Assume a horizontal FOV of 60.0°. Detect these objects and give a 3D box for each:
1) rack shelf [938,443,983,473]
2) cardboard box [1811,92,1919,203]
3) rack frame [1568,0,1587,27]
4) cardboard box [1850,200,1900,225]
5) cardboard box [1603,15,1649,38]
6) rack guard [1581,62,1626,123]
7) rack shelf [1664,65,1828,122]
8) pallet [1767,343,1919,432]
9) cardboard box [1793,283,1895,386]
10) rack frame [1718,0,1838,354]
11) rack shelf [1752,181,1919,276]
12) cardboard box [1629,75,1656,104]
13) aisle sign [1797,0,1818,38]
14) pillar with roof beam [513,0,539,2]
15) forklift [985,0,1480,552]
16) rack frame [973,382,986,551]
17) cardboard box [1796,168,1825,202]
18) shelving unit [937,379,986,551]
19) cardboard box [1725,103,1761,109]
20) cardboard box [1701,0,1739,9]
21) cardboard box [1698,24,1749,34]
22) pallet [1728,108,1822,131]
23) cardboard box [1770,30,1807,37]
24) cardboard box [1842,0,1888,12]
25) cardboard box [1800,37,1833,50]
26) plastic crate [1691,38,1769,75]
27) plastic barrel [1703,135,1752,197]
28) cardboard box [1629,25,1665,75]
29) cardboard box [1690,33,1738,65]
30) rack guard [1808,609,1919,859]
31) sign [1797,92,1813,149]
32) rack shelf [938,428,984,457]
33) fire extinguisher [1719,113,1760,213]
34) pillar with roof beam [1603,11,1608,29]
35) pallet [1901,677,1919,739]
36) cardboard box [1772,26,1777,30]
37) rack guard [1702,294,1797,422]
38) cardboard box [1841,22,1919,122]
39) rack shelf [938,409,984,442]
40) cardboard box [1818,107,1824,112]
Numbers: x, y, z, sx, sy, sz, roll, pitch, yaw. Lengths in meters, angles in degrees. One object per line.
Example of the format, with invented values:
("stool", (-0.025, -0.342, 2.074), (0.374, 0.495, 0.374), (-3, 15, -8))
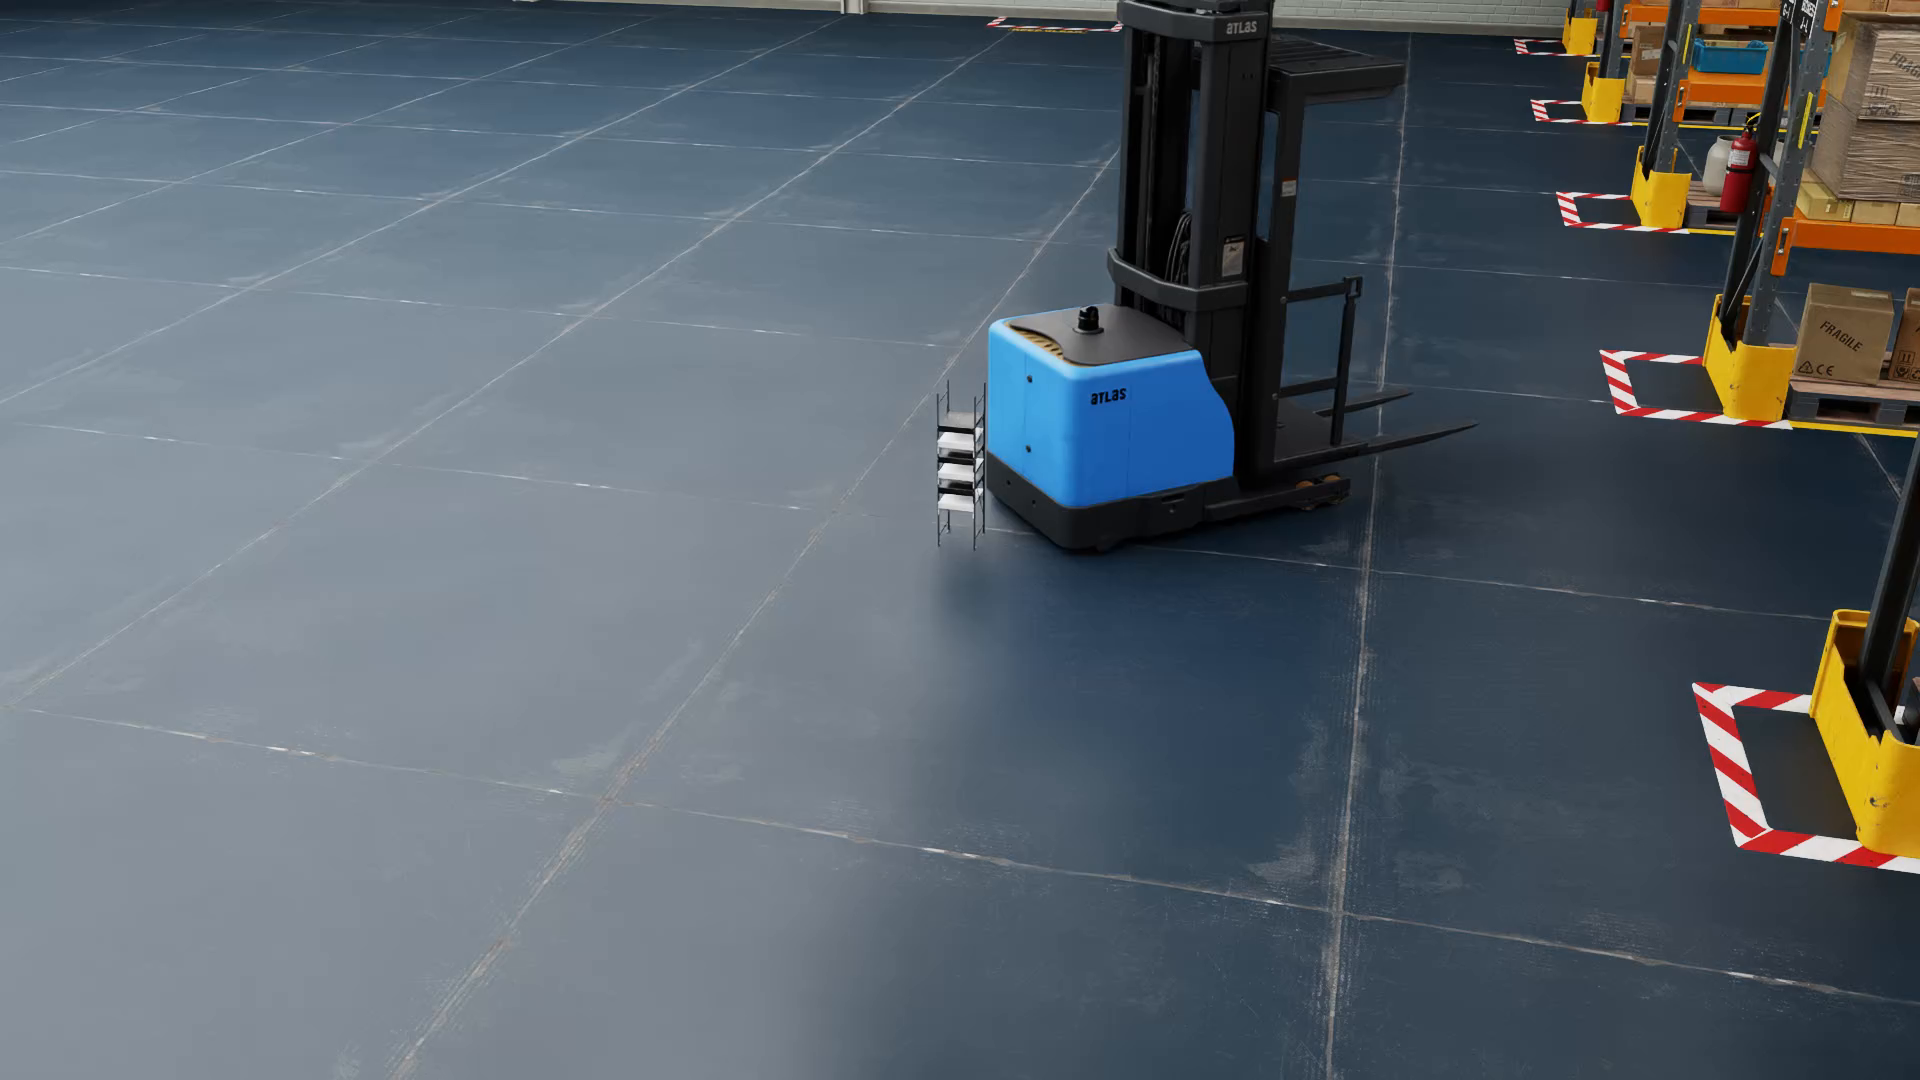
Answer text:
("rack shelf", (0.008, -0.457, 9.030), (0.200, 0.077, 0.258), (6, 26, 13))
("cardboard box", (5.802, -2.497, 10.544), (0.500, 0.500, 0.875), (6, 26, 13))
("rack frame", (8.977, -8.575, 23.771), (0.127, 3.000, 1.000), (6, 26, 13))
("cardboard box", (5.730, -2.110, 10.485), (0.250, 0.149, 0.380), (6, 26, 13))
("cardboard box", (9.624, -7.448, 24.020), (0.500, 0.311, 0.500), (3, 26, 7))
("rack guard", (7.723, -5.386, 19.981), (0.348, 0.500, 1.175), (6, 26, 13))
("rack shelf", (8.446, -3.911, 14.813), (4.000, 0.370, 1.077), (6, 26, 13))
("pallet", (6.127, -1.019, 11.146), (1.213, 0.211, 1.003), (6, 26, 13))
("cardboard box", (5.876, -1.375, 11.069), (0.500, 0.500, 0.500), (11, 28, 23))
("rack frame", (5.276, -2.388, 10.777), (0.127, 3.000, 1.000), (6, 26, 13))
("rack shelf", (7.213, -1.849, 10.482), (4.000, 0.370, 1.077), (6, 26, 13))
("cardboard box", (8.211, -5.310, 19.624), (0.500, 0.250, 0.500), (6, 26, 13))
("aisle sign", (5.141, -3.444, 9.970), (0.004, 0.787, 0.394), (6, 26, 13))
("pillar with roof beam", (-8.635, -11.703, 23.364), (0.400, 9.000, 9.100), (6, 26, 13))
("forklift", (1.701, -1.684, 9.378), (3.031, 2.935, 1.130), (-12, 28, -24))
("rack frame", (0.106, -0.395, 9.032), (0.006, 0.900, 0.240), (6, 26, 13))
("cardboard box", (5.603, -2.330, 10.947), (0.250, 0.149, 0.380), (6, 26, 13))
("shelving unit", (0.008, -0.405, 9.055), (0.210, 0.900, 0.258), (6, 26, 13))
("cardboard box", (9.180, -5.204, 19.402), (0.500, 0.250, 0.500), (6, 26, 13))
("cardboard box", (8.705, -6.448, 19.187), (0.500, 0.500, 0.700), (7, 26, 14))
("cardboard box", (10.875, -7.373, 23.643), (0.500, 0.500, 0.700), (5, 26, 10))
("pallet", (9.676, -5.057, 19.627), (1.213, 0.211, 1.003), (6, 26, 13))
("cardboard box", (9.796, -5.710, 19.592), (0.500, 0.500, 0.500), (6, 26, 13))
("cardboard box", (10.192, -6.283, 18.841), (0.500, 0.500, 0.700), (7, 26, 14))
("cardboard box", (9.663, -5.487, 19.124), (0.500, 0.500, 0.500), (6, 26, 13))
("plastic crate", (7.069, -4.454, 15.289), (0.616, 0.251, 0.499), (6, 26, 13))
("plastic barrel", (7.166, -3.478, 15.471), (0.421, 0.512, 0.421), (0, 25, 0))
("cardboard box", (8.340, -5.865, 19.918), (0.500, 0.500, 0.500), (6, 26, 13))
("cardboard box", (8.695, -5.596, 19.352), (0.500, 0.500, 0.500), (6, 26, 13))
("rack guard", (3.919, 0.792, 7.005), (0.348, 0.500, 1.175), (6, 26, 13))
("sign", (5.141, -2.553, 10.116), (0.005, 0.325, 0.100), (6, 26, 13))
("rack shelf", (0.008, -0.538, 8.992), (0.200, 0.077, 0.258), (6, 26, 13))
("fire extinguisher", (5.280, -2.557, 11.222), (0.183, 0.674, 0.296), (6, 26, 13))
("pillar with roof beam", (8.798, -9.776, 19.316), (0.400, 9.000, 9.100), (6, 26, 13))
("pallet", (4.736, 0.978, 6.951), (1.213, 0.211, 1.003), (6, 26, 13))
("cardboard box", (11.836, -7.311, 23.513), (0.500, 0.500, 0.500), (4, 26, 9))
("rack guard", (5.349, -1.252, 11.297), (0.348, 0.500, 1.175), (6, 26, 13))
("cardboard box", (5.741, -2.847, 10.115), (0.500, 0.500, 0.500), (6, 26, 13))
("rack shelf", (0.008, -0.619, 8.953), (0.200, 0.077, 0.258), (6, 26, 13))
("cardboard box", (10.147, -5.096, 19.174), (0.500, 0.250, 0.500), (6, 26, 13))
